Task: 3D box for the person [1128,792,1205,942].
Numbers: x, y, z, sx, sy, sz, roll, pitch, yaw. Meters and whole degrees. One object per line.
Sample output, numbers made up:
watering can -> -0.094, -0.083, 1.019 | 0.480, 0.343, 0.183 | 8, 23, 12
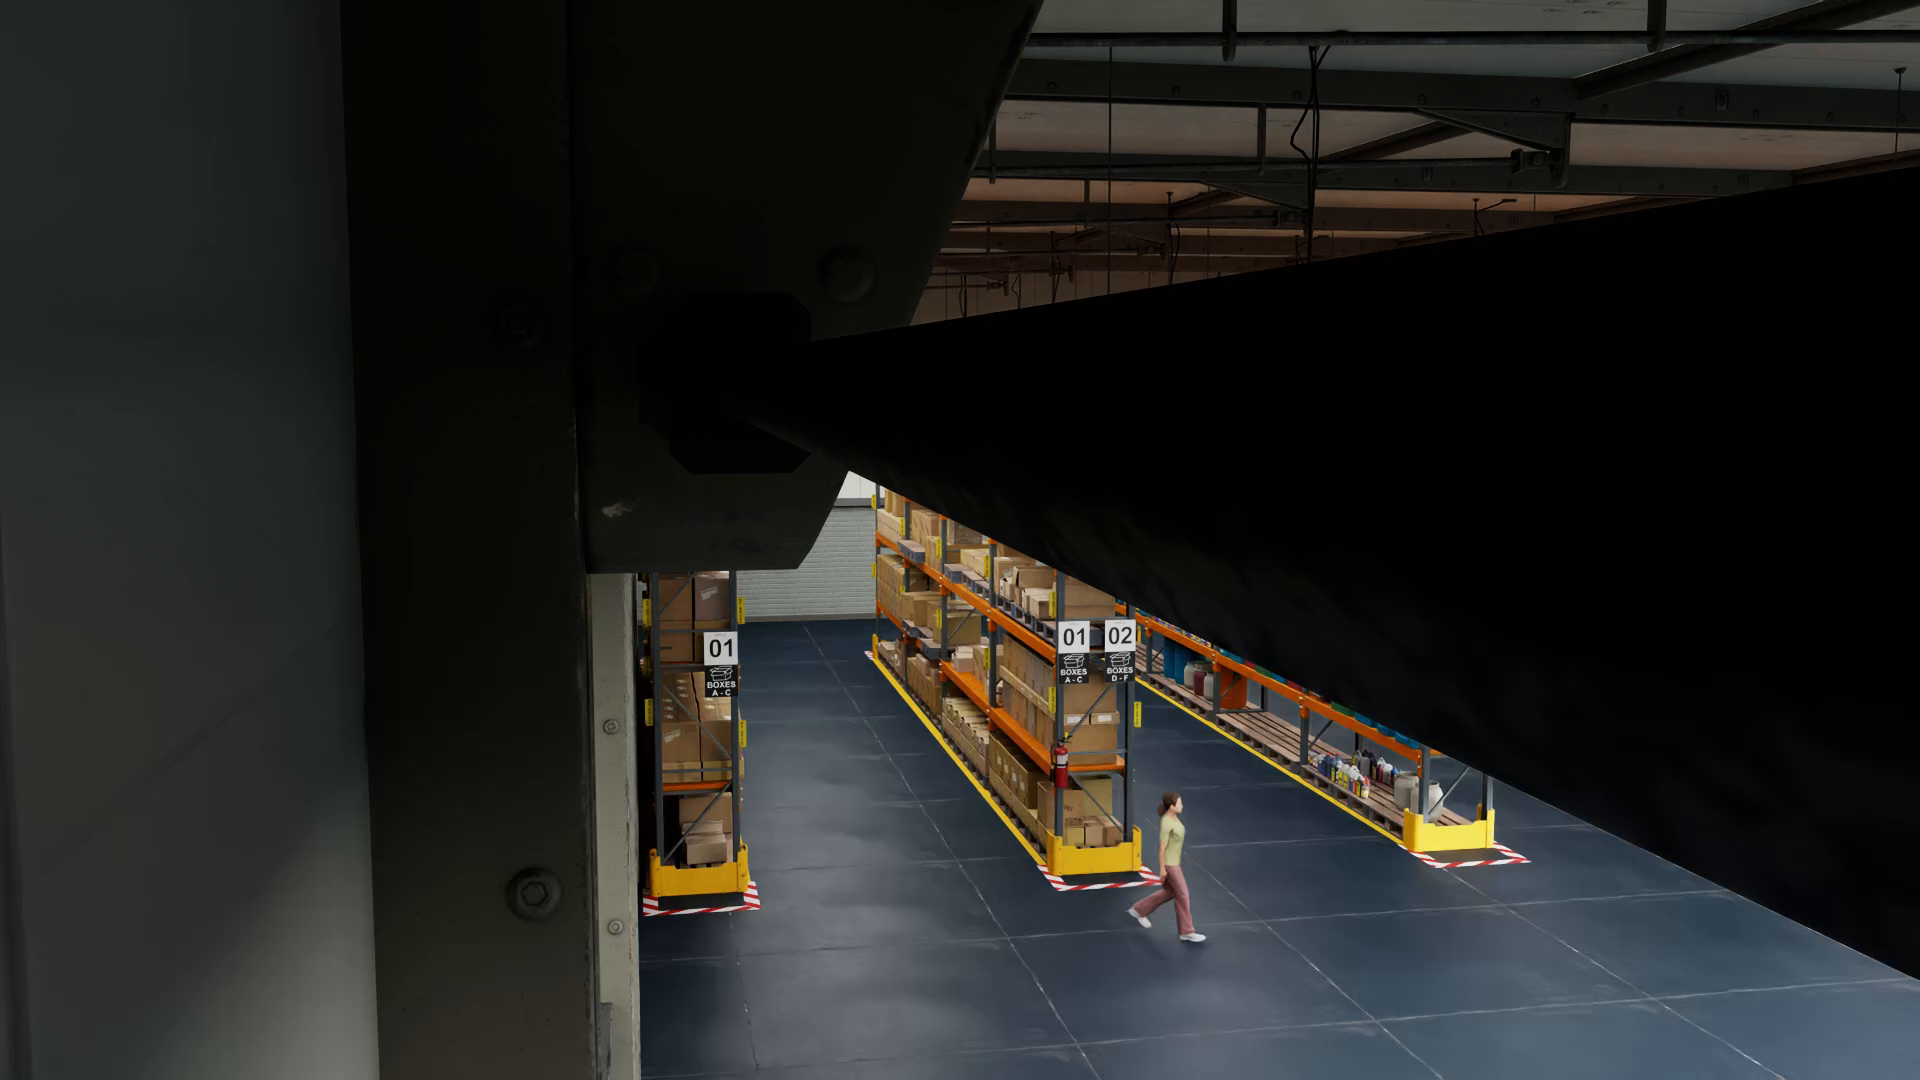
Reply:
person -> 2.320, 3.606, 18.543 | 0.888, 1.640, 0.494 | 2, 6, 16
